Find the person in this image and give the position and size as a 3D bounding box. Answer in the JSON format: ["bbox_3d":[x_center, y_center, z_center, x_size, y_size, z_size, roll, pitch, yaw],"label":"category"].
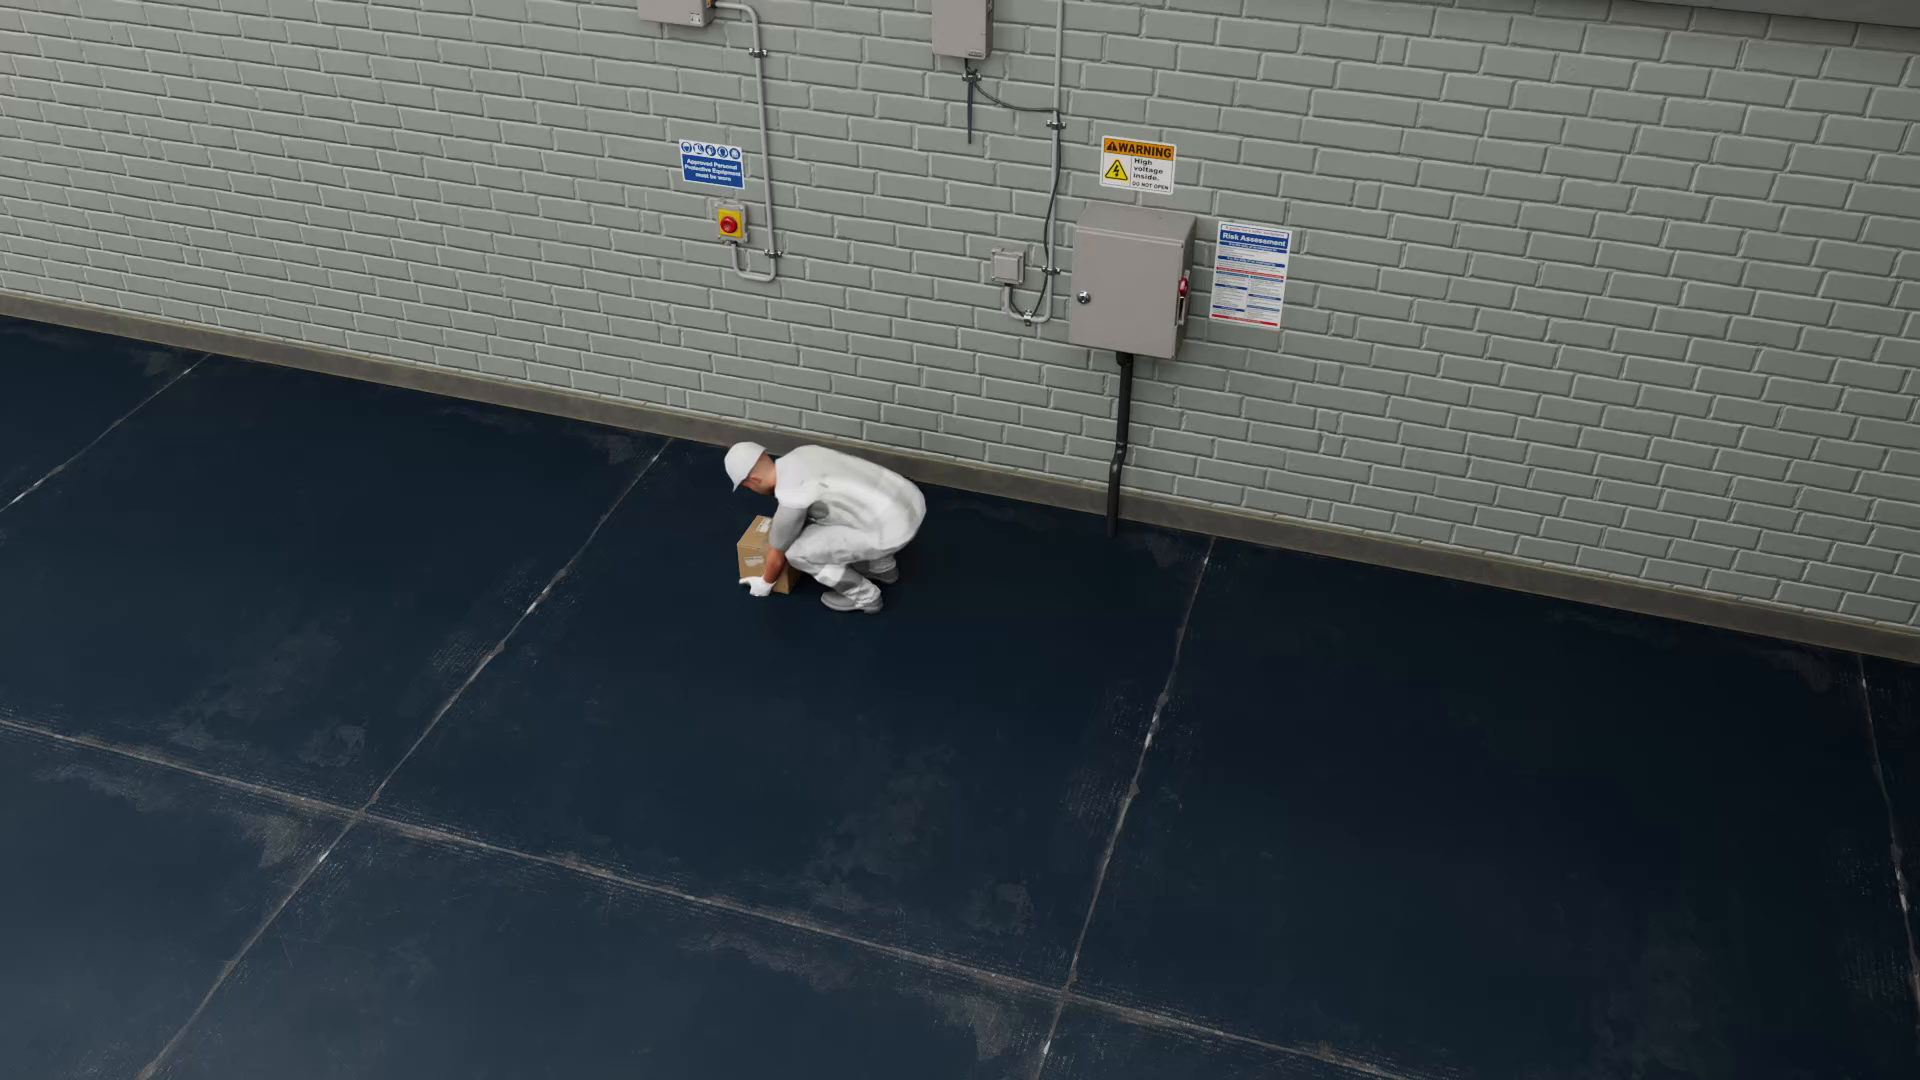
[{"bbox_3d":[-0.632,-0.061,7.863,0.931,0.861,0.543,10,38,13],"label":"person"}]
